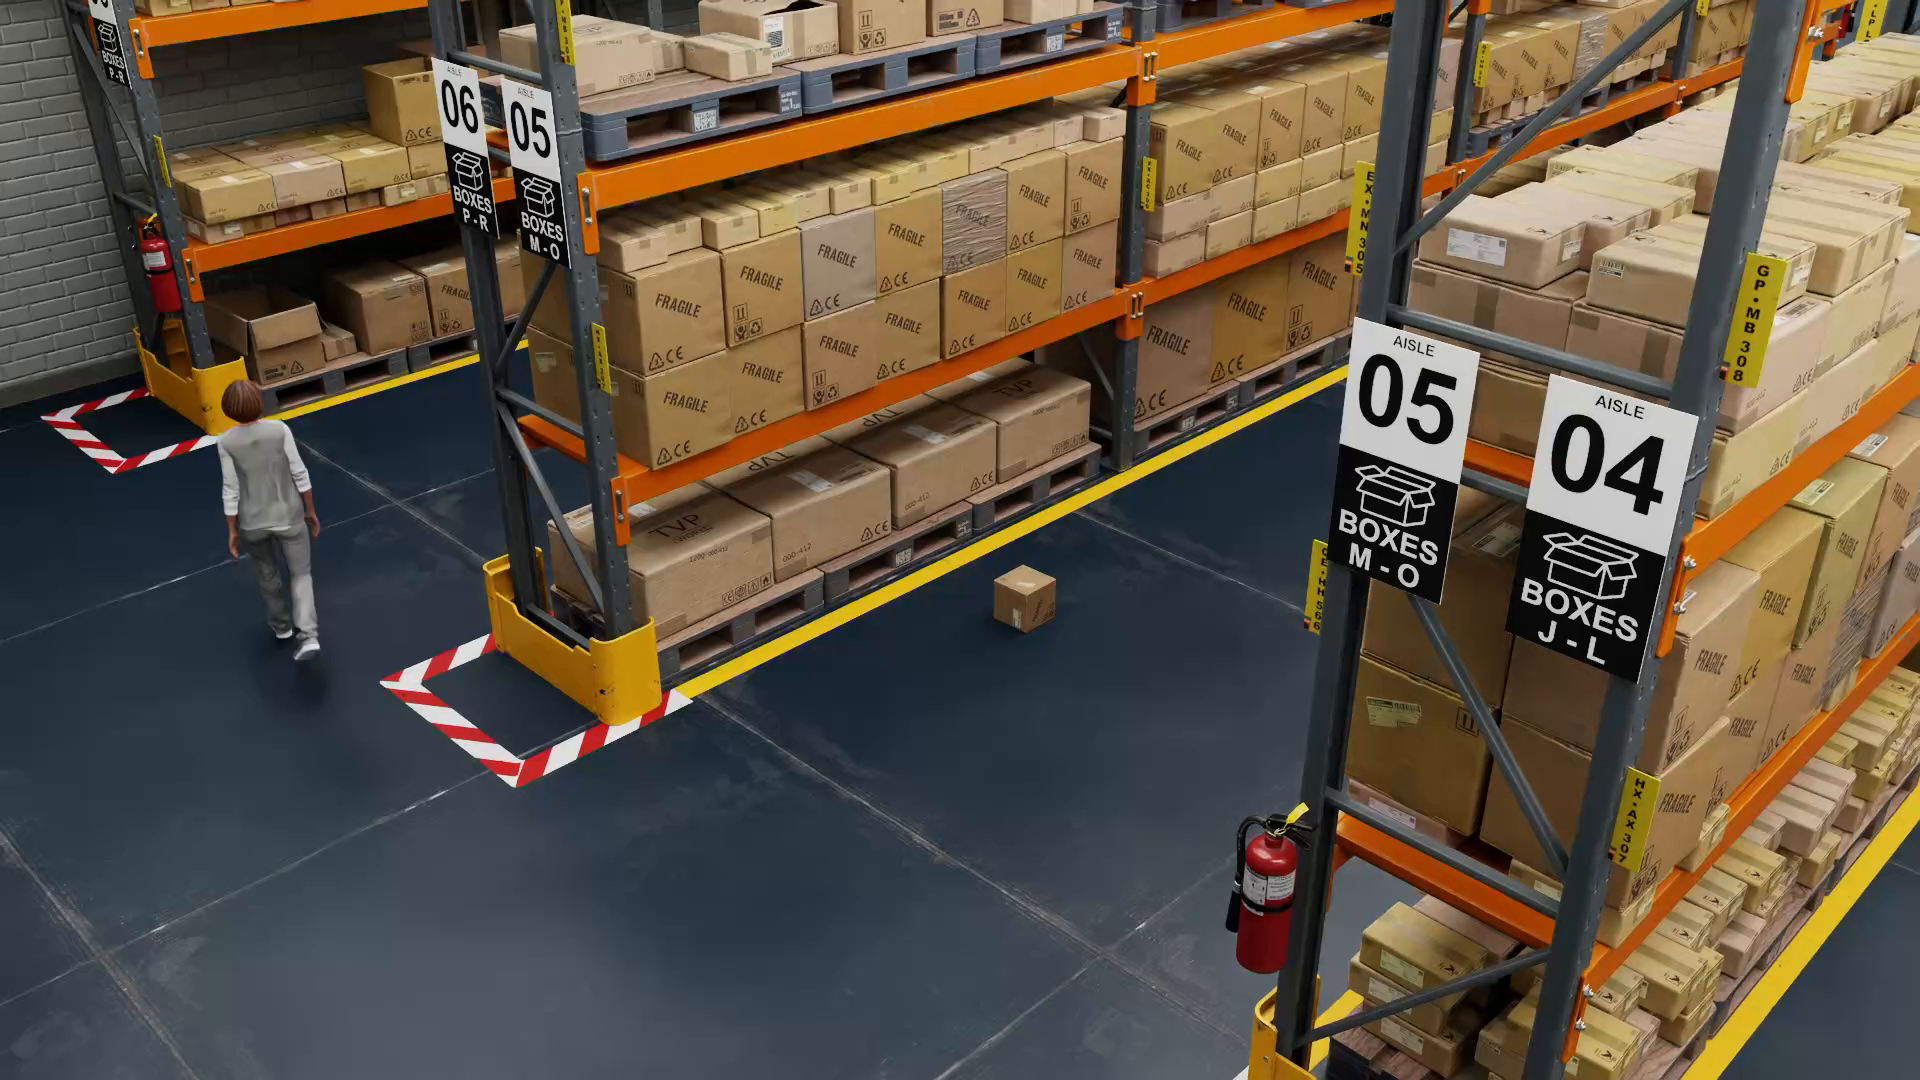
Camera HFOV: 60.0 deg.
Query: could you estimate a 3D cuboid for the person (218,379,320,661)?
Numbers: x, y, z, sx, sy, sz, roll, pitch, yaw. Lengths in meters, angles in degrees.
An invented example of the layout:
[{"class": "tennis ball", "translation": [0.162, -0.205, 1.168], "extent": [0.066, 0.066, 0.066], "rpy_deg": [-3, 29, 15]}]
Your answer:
[{"class": "person", "translation": [-3.631, -0.079, 8.780], "extent": [0.456, 1.542, 0.825], "rpy_deg": [-11, 30, -20]}]
